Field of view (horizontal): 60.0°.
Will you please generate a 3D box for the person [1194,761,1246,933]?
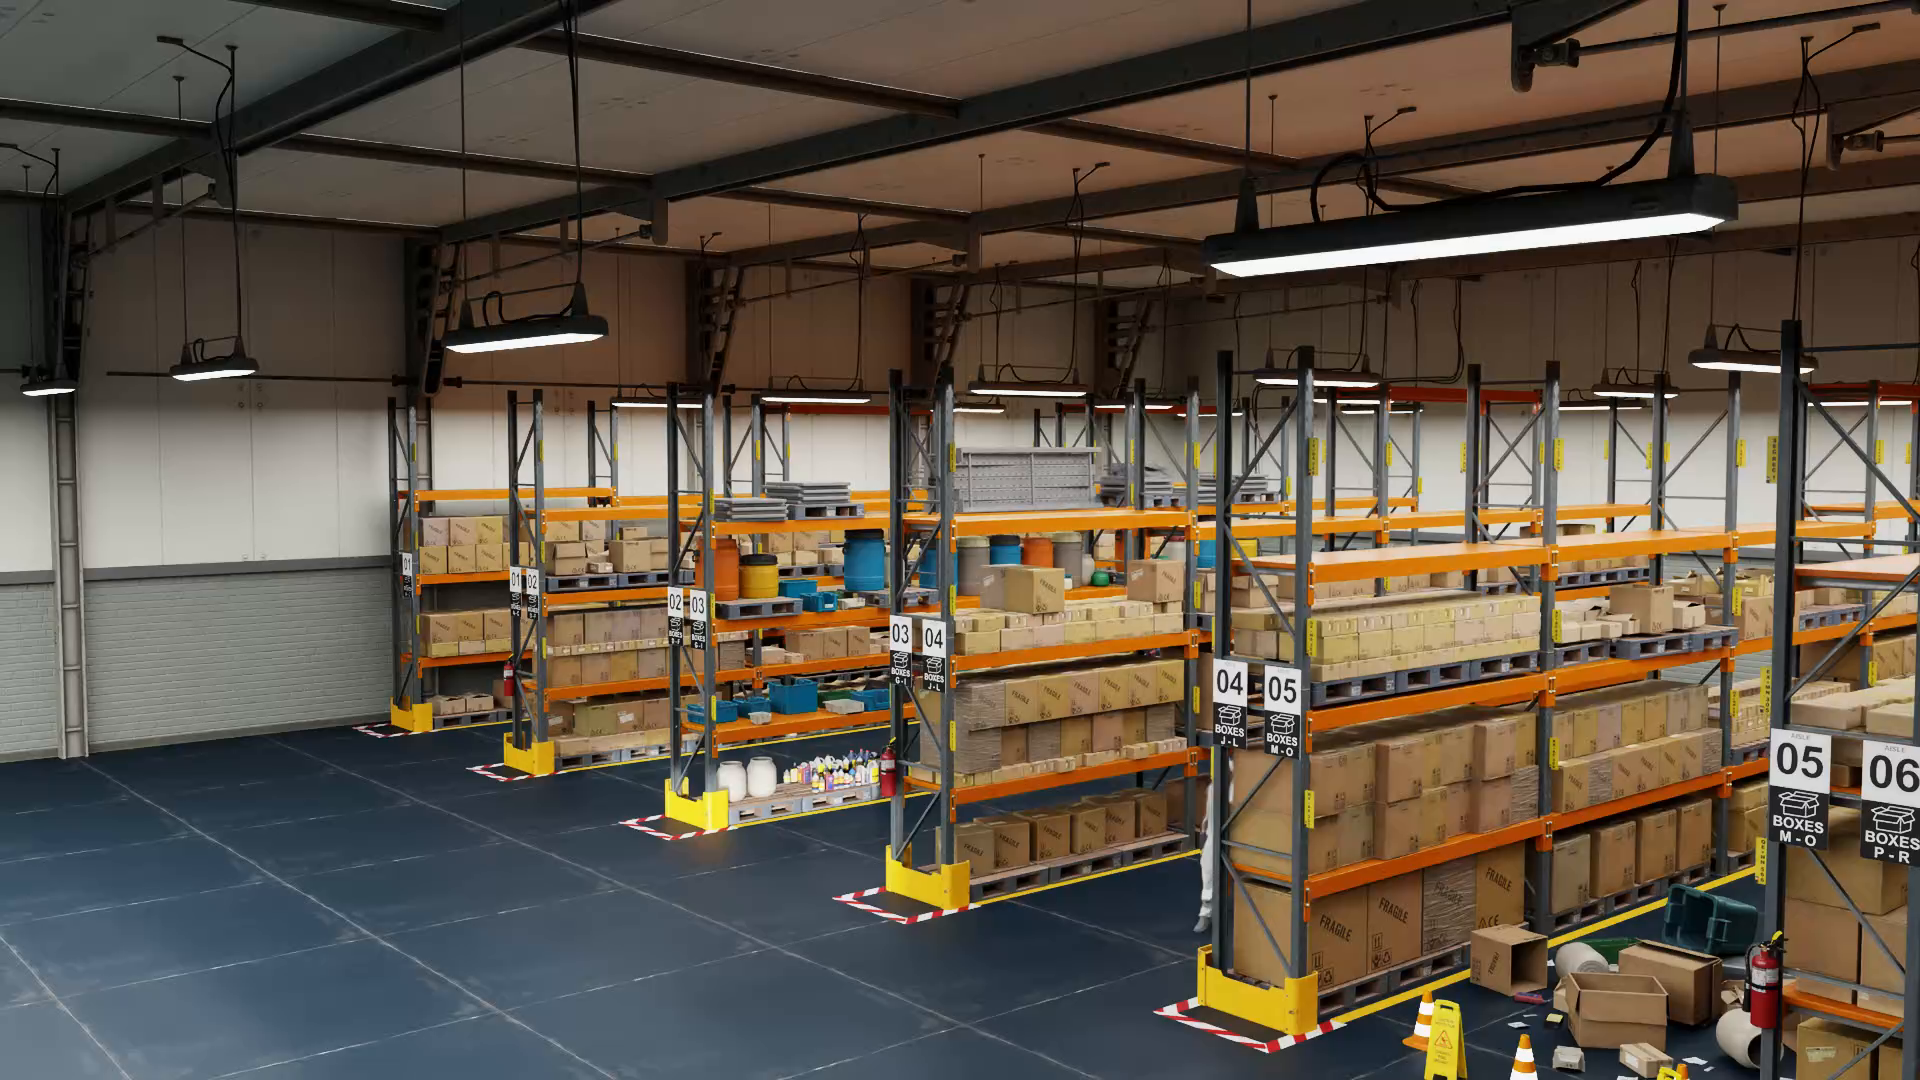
[{"bbox_3d":[2.881,3.234,17.908,0.624,1.785,1.172,2,4,32],"label":"person"}]
